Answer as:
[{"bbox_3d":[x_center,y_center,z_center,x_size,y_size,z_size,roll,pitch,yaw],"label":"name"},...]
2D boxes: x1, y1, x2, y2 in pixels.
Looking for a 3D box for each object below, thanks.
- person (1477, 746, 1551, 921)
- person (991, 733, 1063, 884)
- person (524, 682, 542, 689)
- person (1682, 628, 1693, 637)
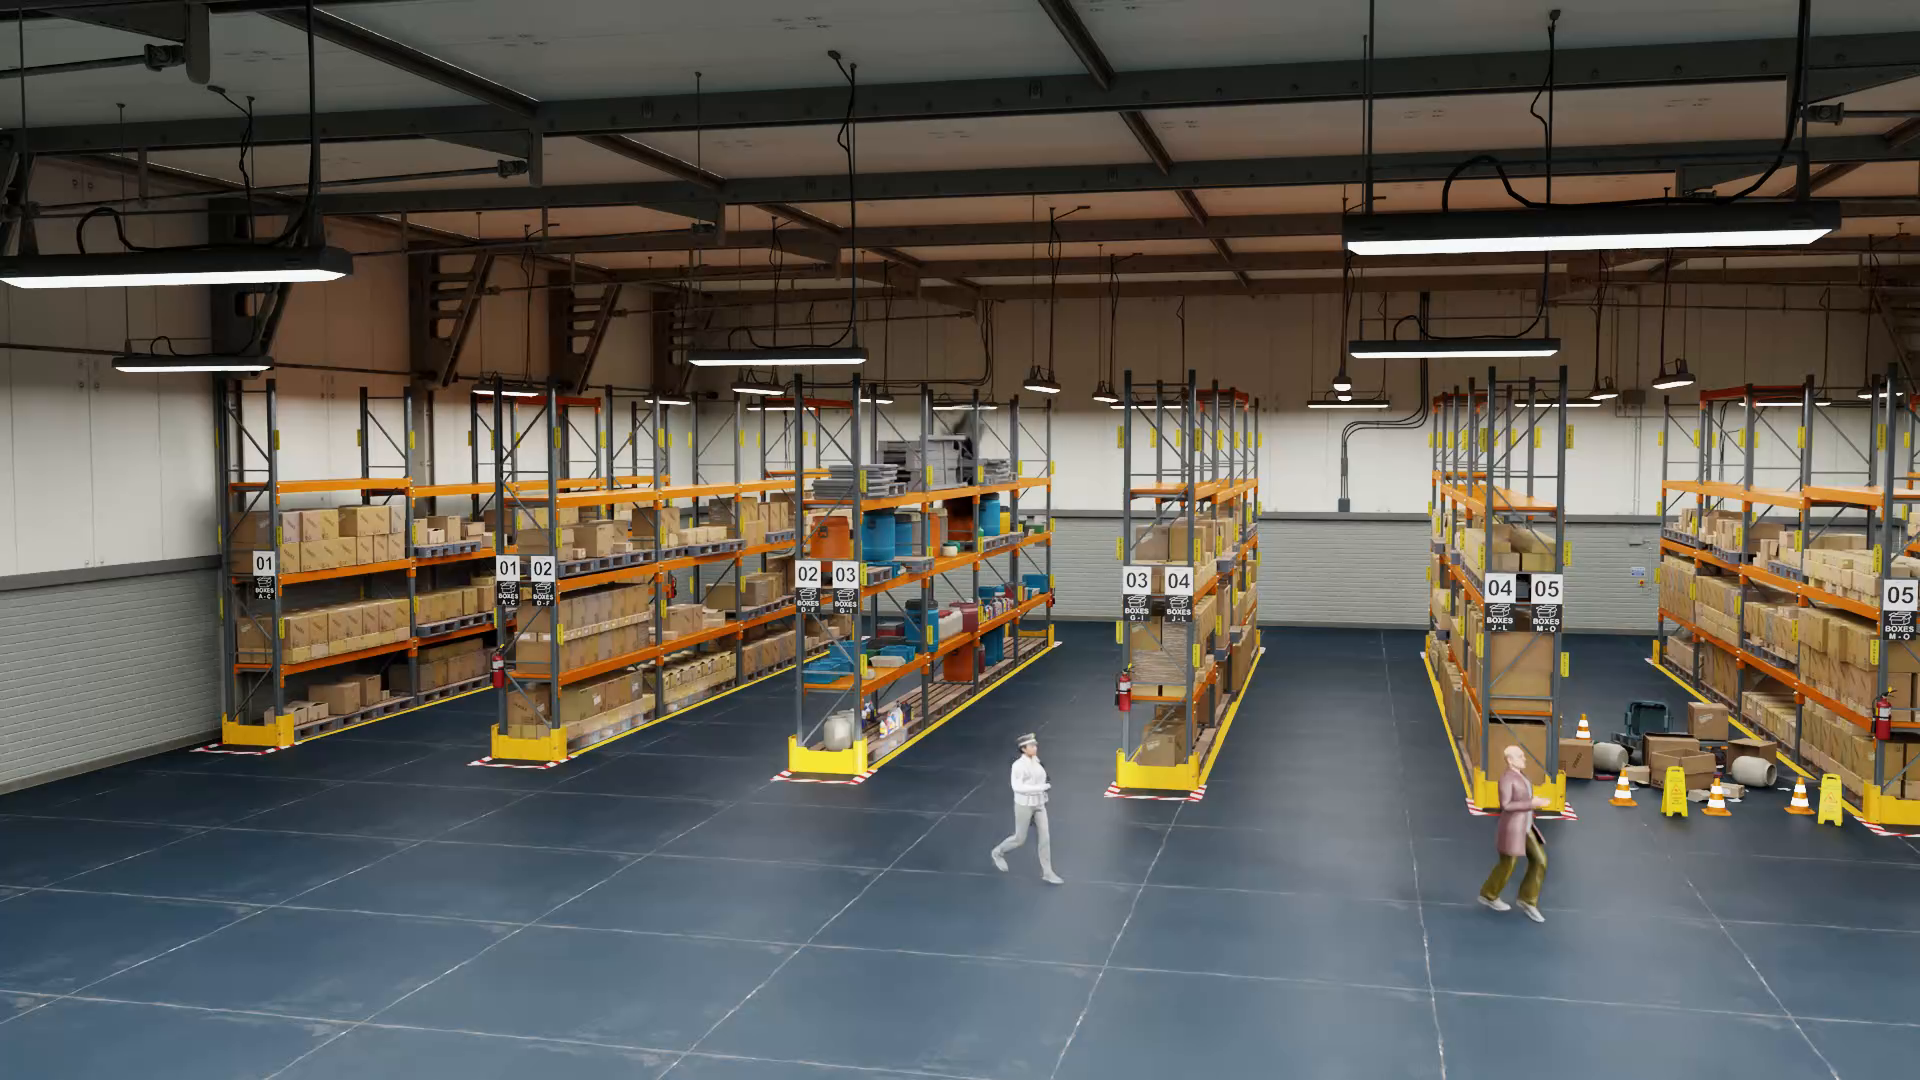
[{"bbox_3d":[5.829,3.074,17.401,0.773,1.844,0.685,3,5,45],"label":"person"},{"bbox_3d":[0.789,3.010,18.841,0.900,1.674,0.615,3,5,40],"label":"person"},{"bbox_3d":[-7.524,2.372,29.603,0.652,1.718,0.653,0,3,0],"label":"person"},{"bbox_3d":[16.895,1.894,38.277,0.631,1.618,0.758,2,4,35],"label":"person"}]
